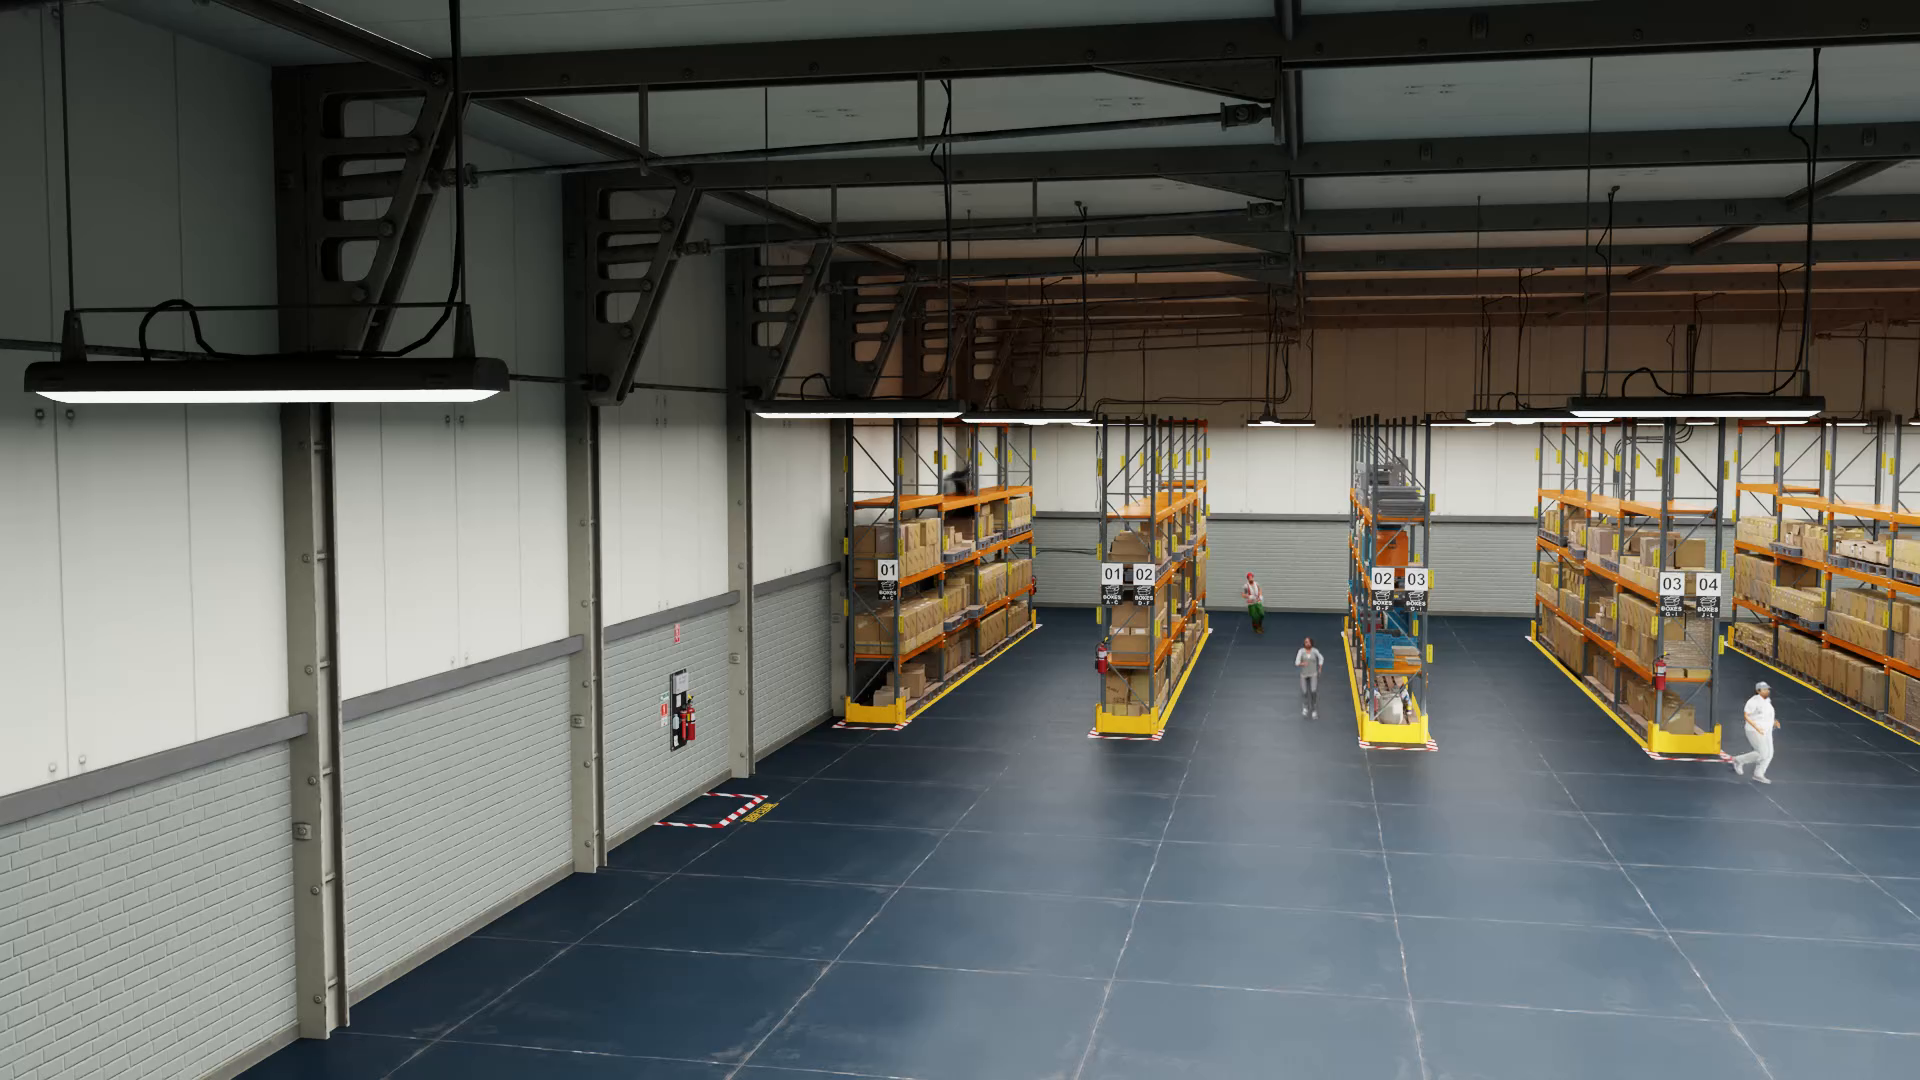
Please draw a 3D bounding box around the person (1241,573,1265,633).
[{"bbox_3d":[8.185,1.766,46.372,0.715,1.713,0.580,-1,4,-12],"label":"person"}]

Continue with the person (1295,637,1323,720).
[{"bbox_3d":[6.906,2.736,32.921,0.526,1.648,0.684,1,4,14],"label":"person"}]

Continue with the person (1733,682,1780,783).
[{"bbox_3d":[12.999,3.116,27.089,0.602,1.644,0.601,-3,5,-35],"label":"person"}]
